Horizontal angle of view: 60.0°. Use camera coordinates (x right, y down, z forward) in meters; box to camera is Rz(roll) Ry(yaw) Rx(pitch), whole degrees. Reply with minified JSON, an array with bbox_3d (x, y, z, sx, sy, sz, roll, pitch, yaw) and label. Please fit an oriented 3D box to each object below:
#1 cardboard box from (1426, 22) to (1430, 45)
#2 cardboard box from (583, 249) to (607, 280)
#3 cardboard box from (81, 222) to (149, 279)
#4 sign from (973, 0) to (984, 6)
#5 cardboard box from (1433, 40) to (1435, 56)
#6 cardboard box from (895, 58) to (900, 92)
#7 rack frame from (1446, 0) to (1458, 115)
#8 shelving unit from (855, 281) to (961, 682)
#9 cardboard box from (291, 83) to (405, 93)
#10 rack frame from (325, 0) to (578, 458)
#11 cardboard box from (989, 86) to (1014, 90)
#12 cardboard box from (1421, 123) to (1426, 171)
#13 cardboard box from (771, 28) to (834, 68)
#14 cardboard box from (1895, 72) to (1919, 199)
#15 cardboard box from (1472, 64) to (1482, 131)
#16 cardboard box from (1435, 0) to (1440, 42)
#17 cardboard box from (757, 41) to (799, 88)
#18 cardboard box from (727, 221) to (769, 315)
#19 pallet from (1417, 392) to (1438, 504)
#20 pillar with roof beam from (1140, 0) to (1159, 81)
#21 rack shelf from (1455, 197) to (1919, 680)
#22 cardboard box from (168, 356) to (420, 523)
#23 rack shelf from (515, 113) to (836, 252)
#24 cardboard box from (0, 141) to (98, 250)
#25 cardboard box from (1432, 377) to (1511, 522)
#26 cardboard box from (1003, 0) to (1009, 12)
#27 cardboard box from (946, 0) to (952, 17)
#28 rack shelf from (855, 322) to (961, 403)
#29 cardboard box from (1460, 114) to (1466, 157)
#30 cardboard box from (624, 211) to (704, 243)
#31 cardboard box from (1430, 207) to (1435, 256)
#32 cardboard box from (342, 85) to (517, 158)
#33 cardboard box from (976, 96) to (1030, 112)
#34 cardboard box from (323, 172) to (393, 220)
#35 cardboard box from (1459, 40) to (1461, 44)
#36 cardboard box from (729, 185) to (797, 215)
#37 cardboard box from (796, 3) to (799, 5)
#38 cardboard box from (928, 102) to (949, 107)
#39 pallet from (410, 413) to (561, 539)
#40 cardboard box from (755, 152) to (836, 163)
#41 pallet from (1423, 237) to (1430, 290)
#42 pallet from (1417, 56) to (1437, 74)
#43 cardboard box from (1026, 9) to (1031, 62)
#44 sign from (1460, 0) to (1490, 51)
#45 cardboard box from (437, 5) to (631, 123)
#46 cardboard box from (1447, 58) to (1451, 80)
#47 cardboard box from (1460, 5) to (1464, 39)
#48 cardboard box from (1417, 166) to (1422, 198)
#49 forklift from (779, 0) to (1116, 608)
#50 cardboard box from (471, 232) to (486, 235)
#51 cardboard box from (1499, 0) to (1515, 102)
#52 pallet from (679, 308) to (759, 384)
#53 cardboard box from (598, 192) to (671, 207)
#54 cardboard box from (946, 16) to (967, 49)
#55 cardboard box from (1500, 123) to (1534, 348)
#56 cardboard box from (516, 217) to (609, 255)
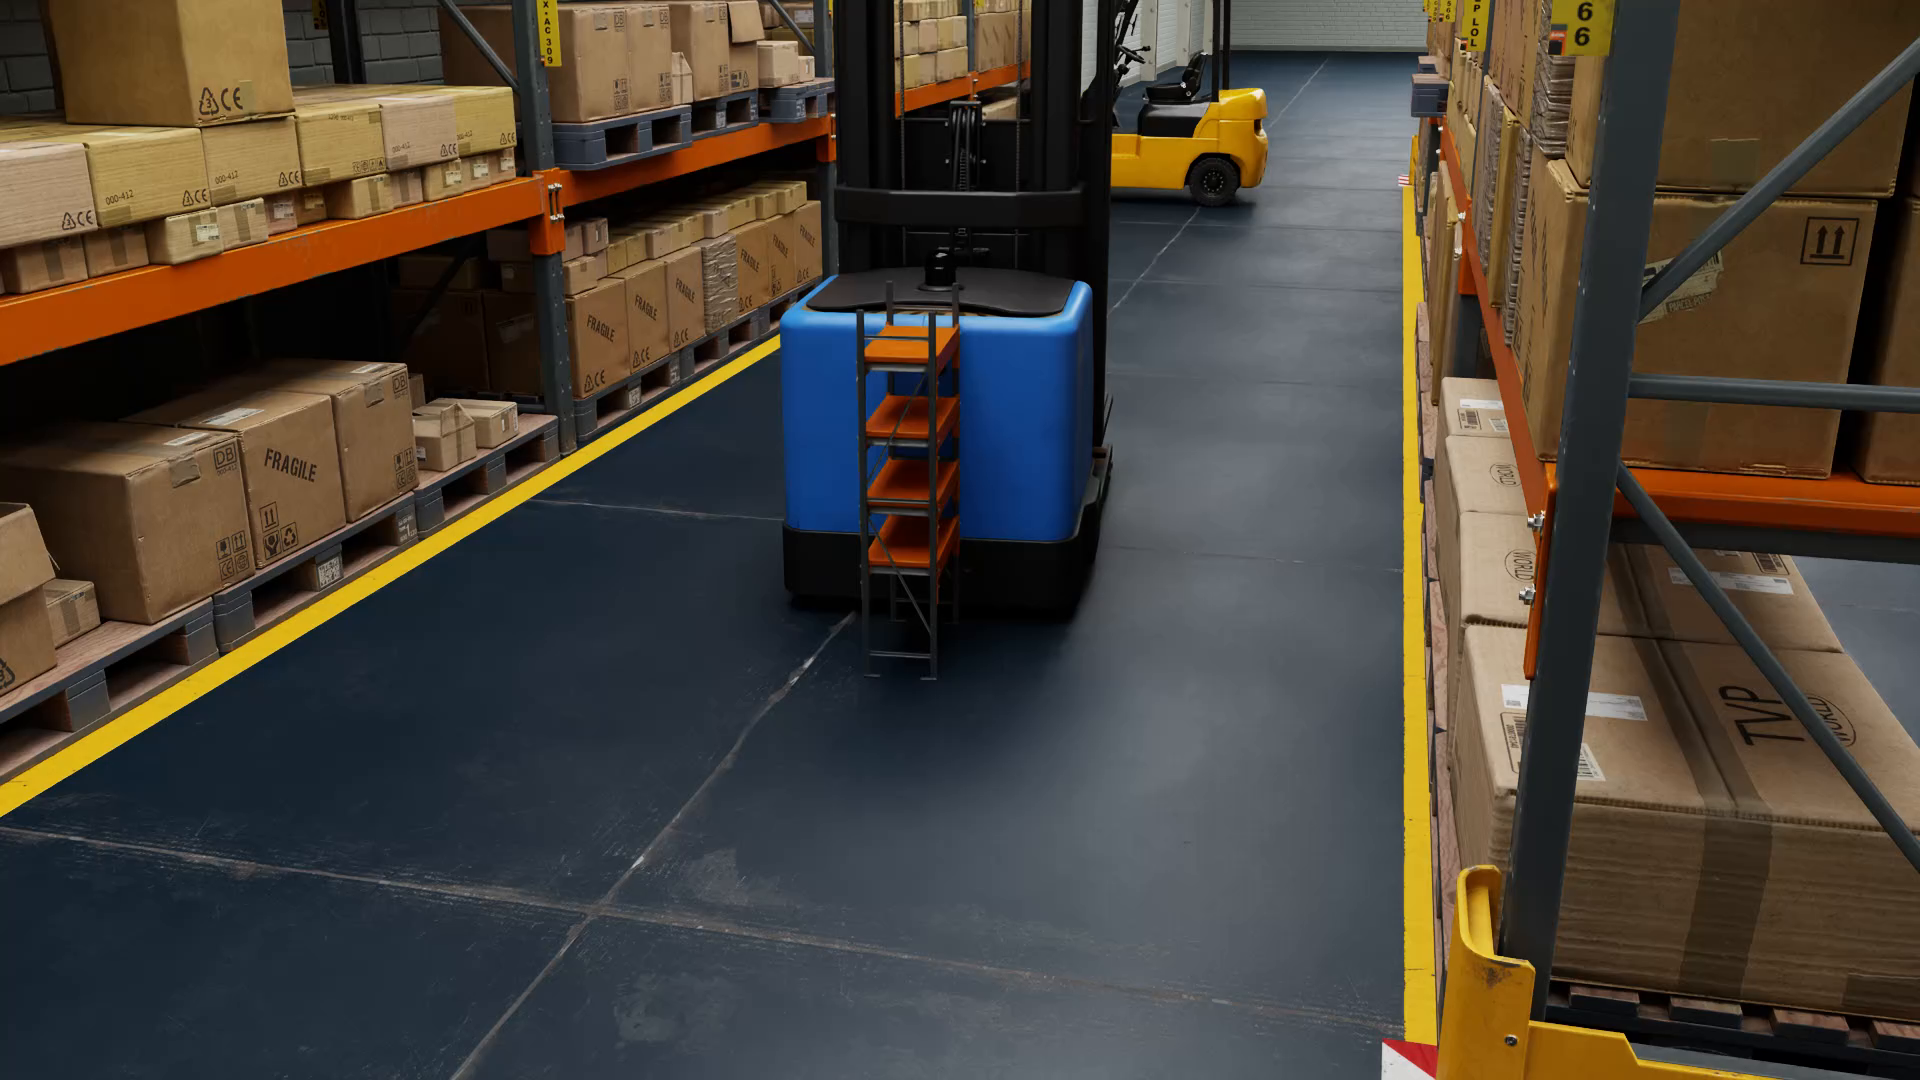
[{"bbox_3d":[5.037,-5.296,16.937,0.500,0.500,0.500,4,19,13],"label":"cardboard box"},{"bbox_3d":[-1.986,-1.371,8.275,0.380,0.149,0.250,4,19,12],"label":"cardboard box"},{"bbox_3d":[-2.727,-0.899,5.068,0.380,0.149,0.250,5,19,14],"label":"cardboard box"},{"bbox_3d":[0.159,-4.842,14.554,0.100,0.325,0.005,5,19,13],"label":"sign"},{"bbox_3d":[4.431,-4.489,14.576,0.500,0.500,0.500,5,20,15],"label":"cardboard box"},{"bbox_3d":[-0.754,-3.486,12.484,0.500,0.250,0.500,4,19,12],"label":"cardboard box"},{"bbox_3d":[3.468,-2.727,10.030,1.000,3.000,0.127,5,19,13],"label":"rack frame"},{"bbox_3d":[-0.158,-0.198,5.410,0.258,1.200,0.503,3,19,8],"label":"shelving unit"},{"bbox_3d":[-2.707,-1.800,7.088,0.500,0.250,0.500,4,19,13],"label":"cardboard box"},{"bbox_3d":[-2.324,-1.864,7.504,1.000,3.000,0.127,5,19,13],"label":"rack frame"},{"bbox_3d":[0.307,-4.860,18.333,0.500,0.250,0.500,4,19,13],"label":"cardboard box"},{"bbox_3d":[4.452,-3.599,15.028,0.500,0.500,0.500,5,19,14],"label":"cardboard box"},{"bbox_3d":[-0.977,-3.401,11.463,0.500,0.250,0.500,5,19,13],"label":"cardboard box"},{"bbox_3d":[1.906,-0.868,2.886,0.500,0.500,0.500,4,19,12],"label":"cardboard box"},{"bbox_3d":[2.362,-1.796,6.764,0.500,0.250,0.500,5,19,13],"label":"cardboard box"},{"bbox_3d":[3.796,-3.932,12.295,0.500,0.500,0.500,5,19,13],"label":"cardboard box"},{"bbox_3d":[-1.291,-2.889,10.088,0.500,0.250,0.500,4,19,11],"label":"cardboard box"},{"bbox_3d":[-1.499,-1.664,10.135,0.500,0.500,0.500,6,20,16],"label":"cardboard box"},{"bbox_3d":[2.606,-0.401,7.536,1.003,0.211,1.213,5,19,13],"label":"pallet"},{"bbox_3d":[8.136,-13.619,32.638,9.100,9.000,0.400,5,19,13],"label":"pillar with roof beam"},{"bbox_3d":[2.002,-0.506,4.641,1.077,0.370,4.000,5,19,13],"label":"rack shelf"},{"bbox_3d":[-2.560,-0.400,6.437,0.700,0.500,0.500,4,19,11],"label":"cardboard box"},{"bbox_3d":[-1.835,-2.150,9.456,1.077,0.370,4.000,5,19,13],"label":"rack shelf"},{"bbox_3d":[-2.806,-0.959,4.626,0.500,0.250,0.500,5,19,14],"label":"cardboard box"},{"bbox_3d":[2.233,-0.271,6.155,0.875,0.438,0.875,4,19,13],"label":"cardboard box"},{"bbox_3d":[0.260,-5.124,15.889,0.380,0.149,0.250,4,19,13],"label":"cardboard box"},{"bbox_3d":[-0.283,-4.519,14.118,0.380,0.149,0.250,4,19,13],"label":"cardboard box"},{"bbox_3d":[-0.158,-0.570,5.283,0.258,0.148,0.480,3,19,8],"label":"rack shelf"},{"bbox_3d":[2.623,-1.879,7.780,0.500,0.250,0.500,4,19,12],"label":"cardboard box"},{"bbox_3d":[-1.682,-1.779,9.470,0.380,0.149,0.250,5,19,14],"label":"cardboard box"},{"bbox_3d":[3.788,-2.090,11.582,0.950,0.372,0.625,4,19,12],"label":"cardboard box"},{"bbox_3d":[-2.212,-1.755,6.956,0.500,0.250,0.500,5,20,15],"label":"cardboard box"},{"bbox_3d":[0.434,-4.349,16.837,0.500,0.250,0.500,4,19,12],"label":"cardboard box"},{"bbox_3d":[-2.365,-1.296,6.230,0.380,0.149,0.250,4,19,13],"label":"cardboard box"},{"bbox_3d":[2.977,-2.591,9.092,0.500,0.250,0.500,5,20,15],"label":"cardboard box"},{"bbox_3d":[-1.258,-2.178,10.636,0.380,0.149,0.250,4,19,11],"label":"cardboard box"},{"bbox_3d":[-1.393,-3.840,12.130,0.380,0.149,0.250,4,19,12],"label":"cardboard box"},{"bbox_3d":[-0.327,-4.072,16.025,0.500,0.250,0.500,4,19,13],"label":"cardboard box"},{"bbox_3d":[-2.493,-0.329,7.325,1.003,0.211,1.213,5,19,13],"label":"pallet"},{"bbox_3d":[-1.029,-2.592,12.661,0.875,0.625,0.625,5,20,15],"label":"cardboard box"},{"bbox_3d":[3.960,-2.033,12.314,1.003,0.211,1.213,5,19,13],"label":"pallet"},{"bbox_3d":[4.117,-3.662,13.064,1.003,0.211,1.213,5,19,13],"label":"pallet"},{"bbox_3d":[0.482,-5.175,17.043,0.500,0.500,0.500,4,19,12],"label":"cardboard box"},{"bbox_3d":[1.962,-2.023,6.302,0.100,0.325,0.005,5,19,13],"label":"sign"},{"bbox_3d":[-1.989,-2.244,7.812,0.700,0.500,0.500,5,20,15],"label":"cardboard box"},{"bbox_3d":[3.315,-3.018,10.621,0.380,0.149,0.250,5,19,14],"label":"cardboard box"},{"bbox_3d":[2.998,-2.956,8.999,0.500,0.500,0.500,5,19,14],"label":"cardboard box"},{"bbox_3d":[4.449,-3.252,15.173,0.500,0.250,0.500,4,19,12],"label":"cardboard box"},{"bbox_3d":[0.088,-1.587,6.799,1.130,2.935,3.031,3,19,8],"label":"forklift"},{"bbox_3d":[-2.367,-1.567,8.848,0.380,0.149,0.250,4,19,11],"label":"cardboard box"},{"bbox_3d":[1.873,-1.546,4.871,0.500,0.500,0.500,5,19,14],"label":"cardboard box"},{"bbox_3d":[-1.866,-1.186,9.833,1.003,0.211,1.213,5,19,13],"label":"pallet"},{"bbox_3d":[-2.007,-2.058,10.287,0.380,0.149,0.250,4,19,11],"label":"cardboard box"},{"bbox_3d":[-0.241,-4.363,14.279,0.500,0.250,0.500,4,19,12],"label":"cardboard box"},{"bbox_3d":[1.627,-0.757,4.108,0.500,0.500,0.500,5,20,15],"label":"cardboard box"},{"bbox_3d":[-1.961,-1.504,8.204,0.380,0.149,0.250,4,19,11],"label":"cardboard box"}]
